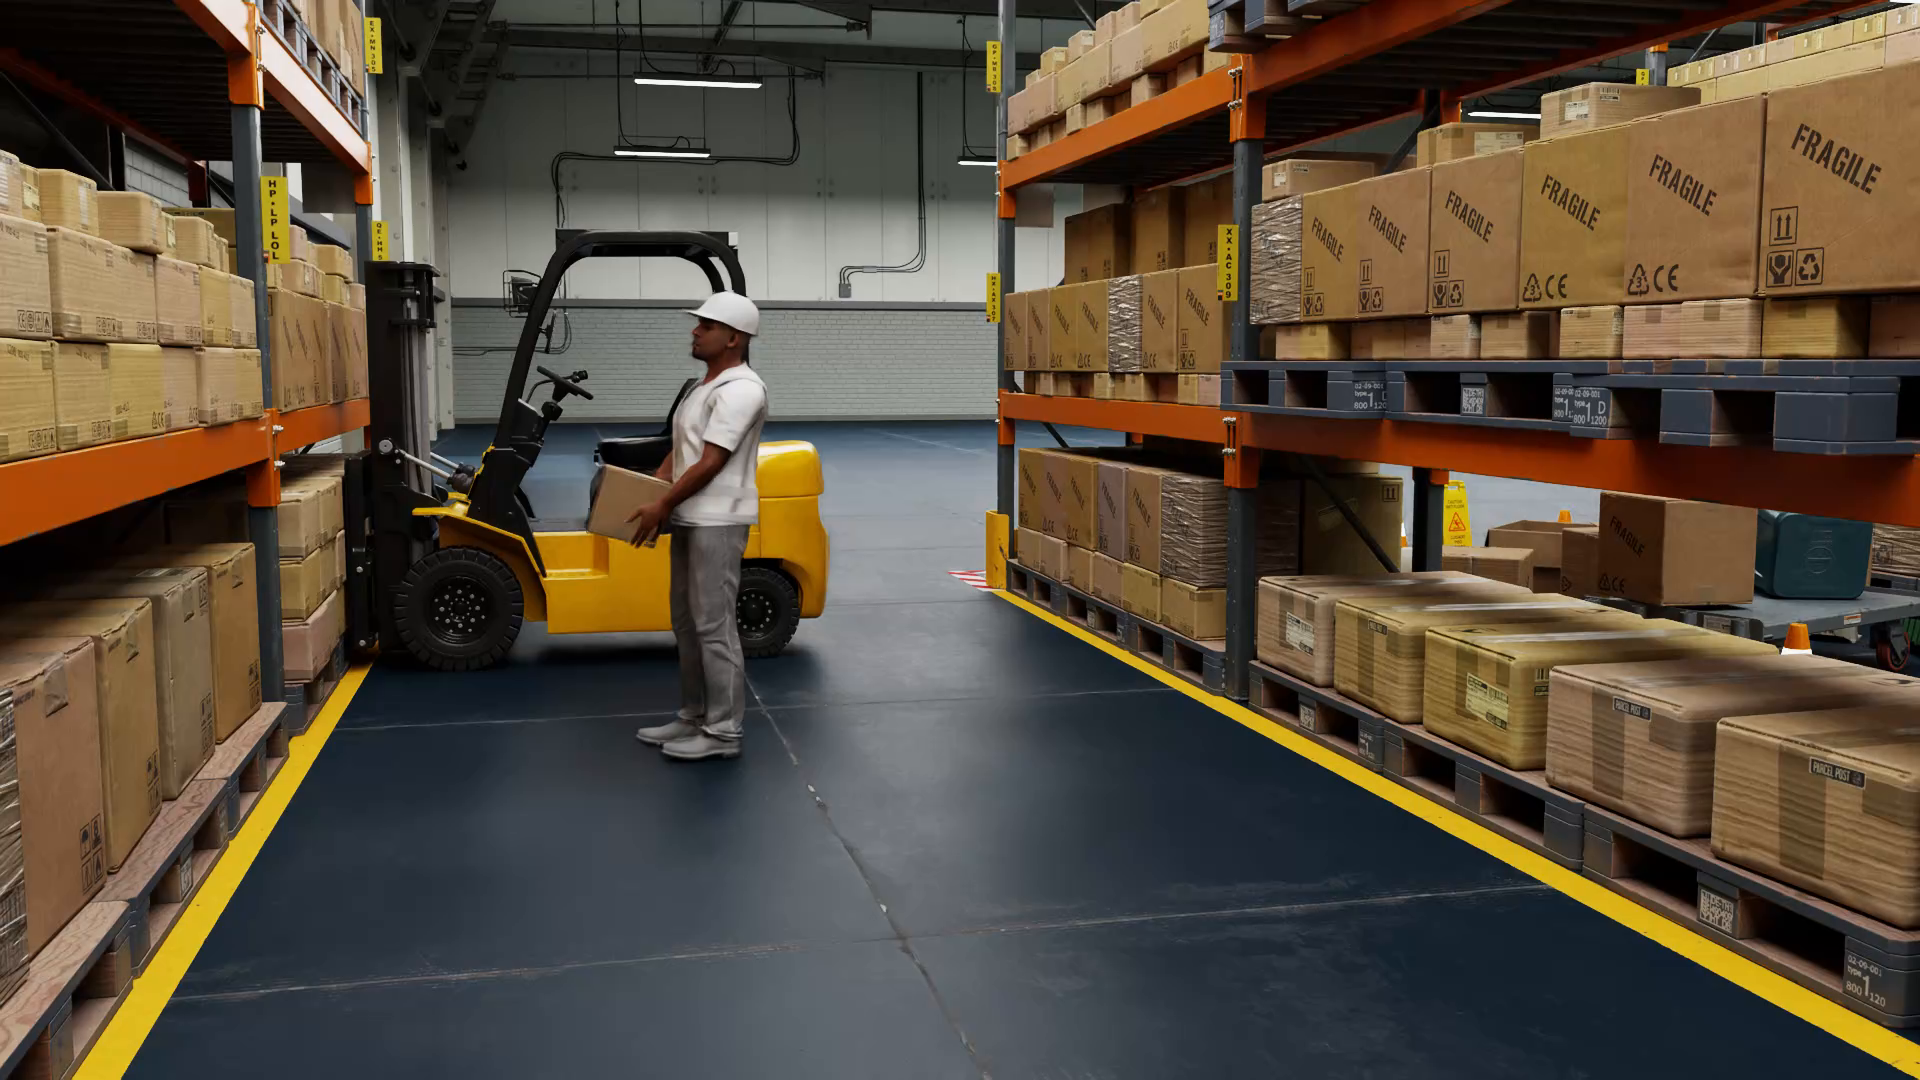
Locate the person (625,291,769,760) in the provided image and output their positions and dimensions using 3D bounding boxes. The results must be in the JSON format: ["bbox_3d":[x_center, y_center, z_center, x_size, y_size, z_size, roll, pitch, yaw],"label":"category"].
[{"bbox_3d":[-1.025,-0.055,6.342,0.559,1.772,0.542,-3,7,-22],"label":"person"}]
